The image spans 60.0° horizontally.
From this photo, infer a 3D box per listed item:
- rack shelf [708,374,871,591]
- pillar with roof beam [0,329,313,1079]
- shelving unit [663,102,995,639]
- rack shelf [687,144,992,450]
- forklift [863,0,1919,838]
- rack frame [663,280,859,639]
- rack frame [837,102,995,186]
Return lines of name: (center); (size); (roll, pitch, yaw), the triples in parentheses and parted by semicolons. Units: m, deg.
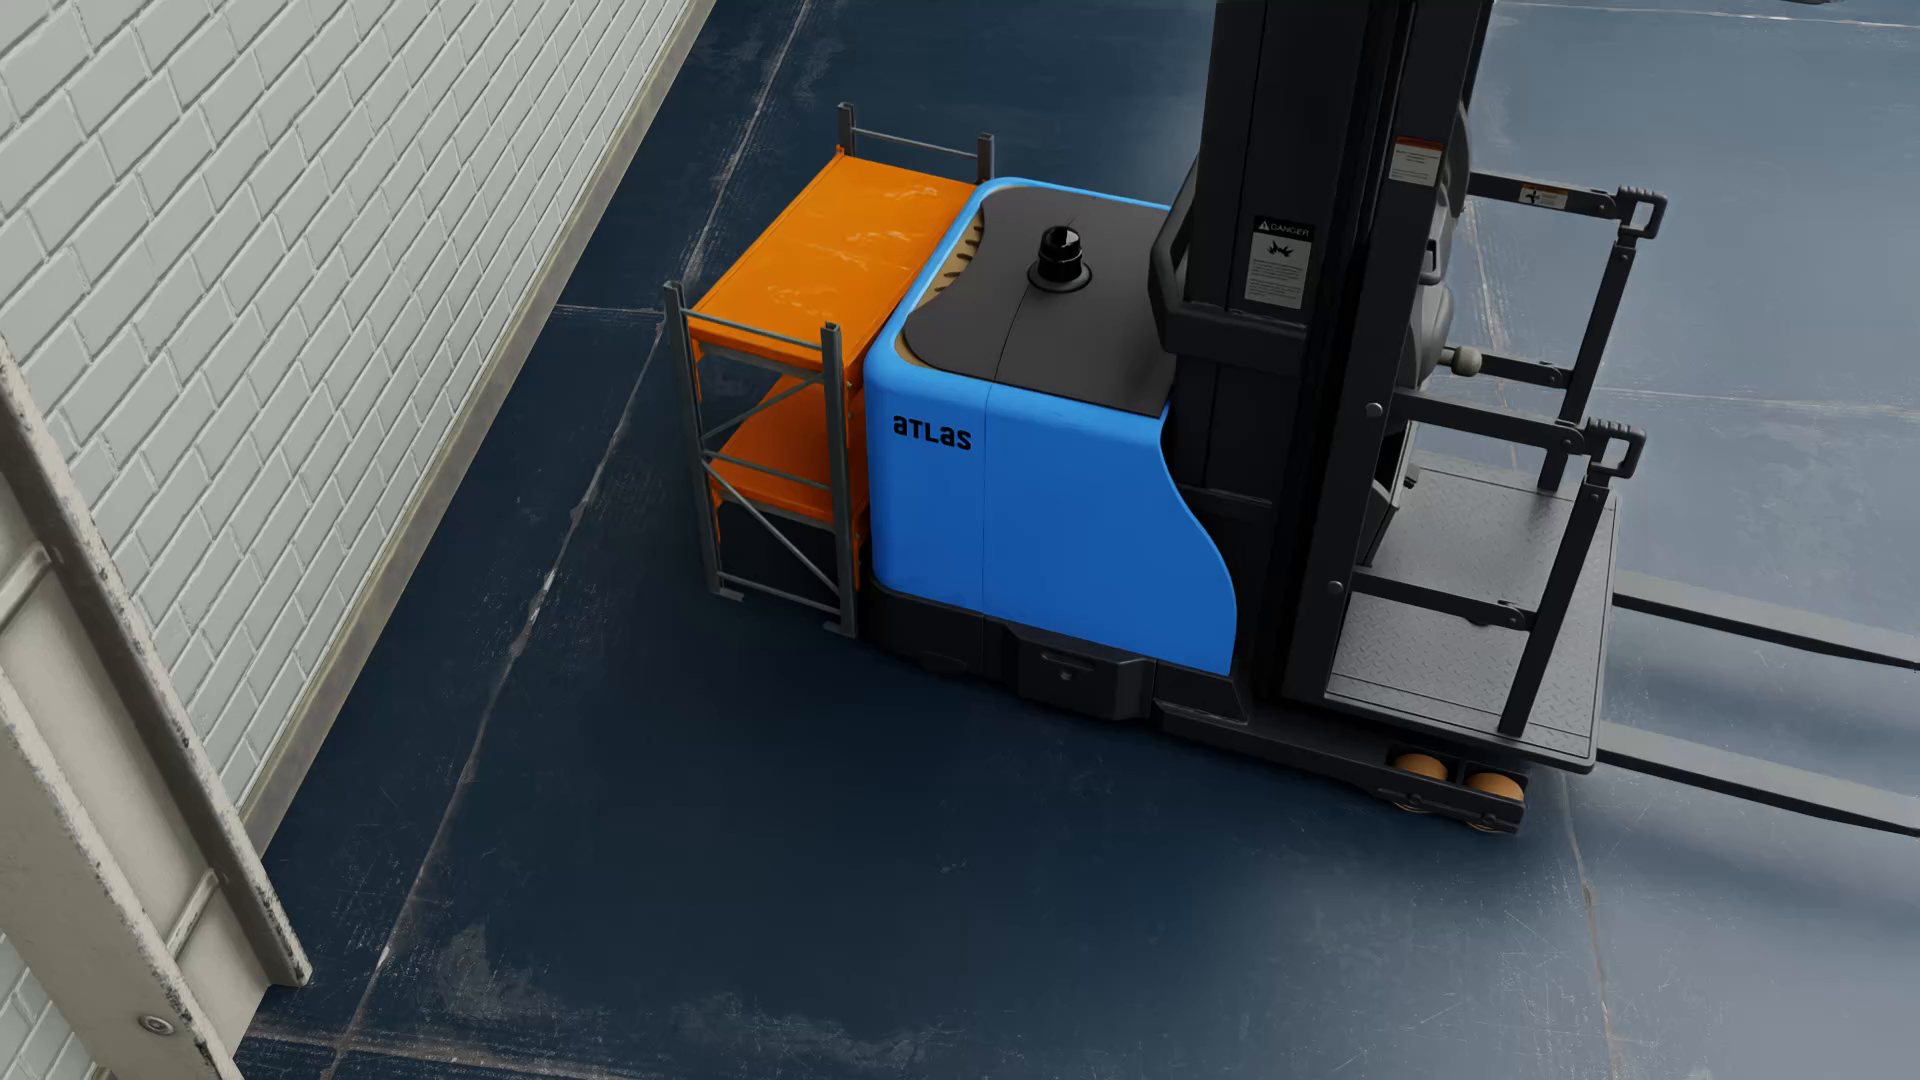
rack shelf: (-0.334, -0.335, 5.141); (0.538, 0.278, 1.000); (17, 46, 17)
pillar with roof beam: (2.484, -1.695, 0.496); (9.100, 9.000, 0.400); (5, 44, 6)
shelving unit: (-0.334, -0.512, 4.973); (0.538, 1.125, 1.048); (17, 46, 17)
rack shelf: (-0.334, -0.725, 4.772); (0.538, 0.278, 1.000); (17, 46, 17)
forklift: (1.312, -0.700, 3.858); (3.031, 2.935, 1.130); (14, 45, 14)
rack frame: (-0.536, -0.192, 4.634); (0.500, 1.125, 0.032); (17, 46, 17)
rack frame: (-0.133, -0.833, 5.312); (0.500, 1.125, 0.032); (17, 46, 17)
